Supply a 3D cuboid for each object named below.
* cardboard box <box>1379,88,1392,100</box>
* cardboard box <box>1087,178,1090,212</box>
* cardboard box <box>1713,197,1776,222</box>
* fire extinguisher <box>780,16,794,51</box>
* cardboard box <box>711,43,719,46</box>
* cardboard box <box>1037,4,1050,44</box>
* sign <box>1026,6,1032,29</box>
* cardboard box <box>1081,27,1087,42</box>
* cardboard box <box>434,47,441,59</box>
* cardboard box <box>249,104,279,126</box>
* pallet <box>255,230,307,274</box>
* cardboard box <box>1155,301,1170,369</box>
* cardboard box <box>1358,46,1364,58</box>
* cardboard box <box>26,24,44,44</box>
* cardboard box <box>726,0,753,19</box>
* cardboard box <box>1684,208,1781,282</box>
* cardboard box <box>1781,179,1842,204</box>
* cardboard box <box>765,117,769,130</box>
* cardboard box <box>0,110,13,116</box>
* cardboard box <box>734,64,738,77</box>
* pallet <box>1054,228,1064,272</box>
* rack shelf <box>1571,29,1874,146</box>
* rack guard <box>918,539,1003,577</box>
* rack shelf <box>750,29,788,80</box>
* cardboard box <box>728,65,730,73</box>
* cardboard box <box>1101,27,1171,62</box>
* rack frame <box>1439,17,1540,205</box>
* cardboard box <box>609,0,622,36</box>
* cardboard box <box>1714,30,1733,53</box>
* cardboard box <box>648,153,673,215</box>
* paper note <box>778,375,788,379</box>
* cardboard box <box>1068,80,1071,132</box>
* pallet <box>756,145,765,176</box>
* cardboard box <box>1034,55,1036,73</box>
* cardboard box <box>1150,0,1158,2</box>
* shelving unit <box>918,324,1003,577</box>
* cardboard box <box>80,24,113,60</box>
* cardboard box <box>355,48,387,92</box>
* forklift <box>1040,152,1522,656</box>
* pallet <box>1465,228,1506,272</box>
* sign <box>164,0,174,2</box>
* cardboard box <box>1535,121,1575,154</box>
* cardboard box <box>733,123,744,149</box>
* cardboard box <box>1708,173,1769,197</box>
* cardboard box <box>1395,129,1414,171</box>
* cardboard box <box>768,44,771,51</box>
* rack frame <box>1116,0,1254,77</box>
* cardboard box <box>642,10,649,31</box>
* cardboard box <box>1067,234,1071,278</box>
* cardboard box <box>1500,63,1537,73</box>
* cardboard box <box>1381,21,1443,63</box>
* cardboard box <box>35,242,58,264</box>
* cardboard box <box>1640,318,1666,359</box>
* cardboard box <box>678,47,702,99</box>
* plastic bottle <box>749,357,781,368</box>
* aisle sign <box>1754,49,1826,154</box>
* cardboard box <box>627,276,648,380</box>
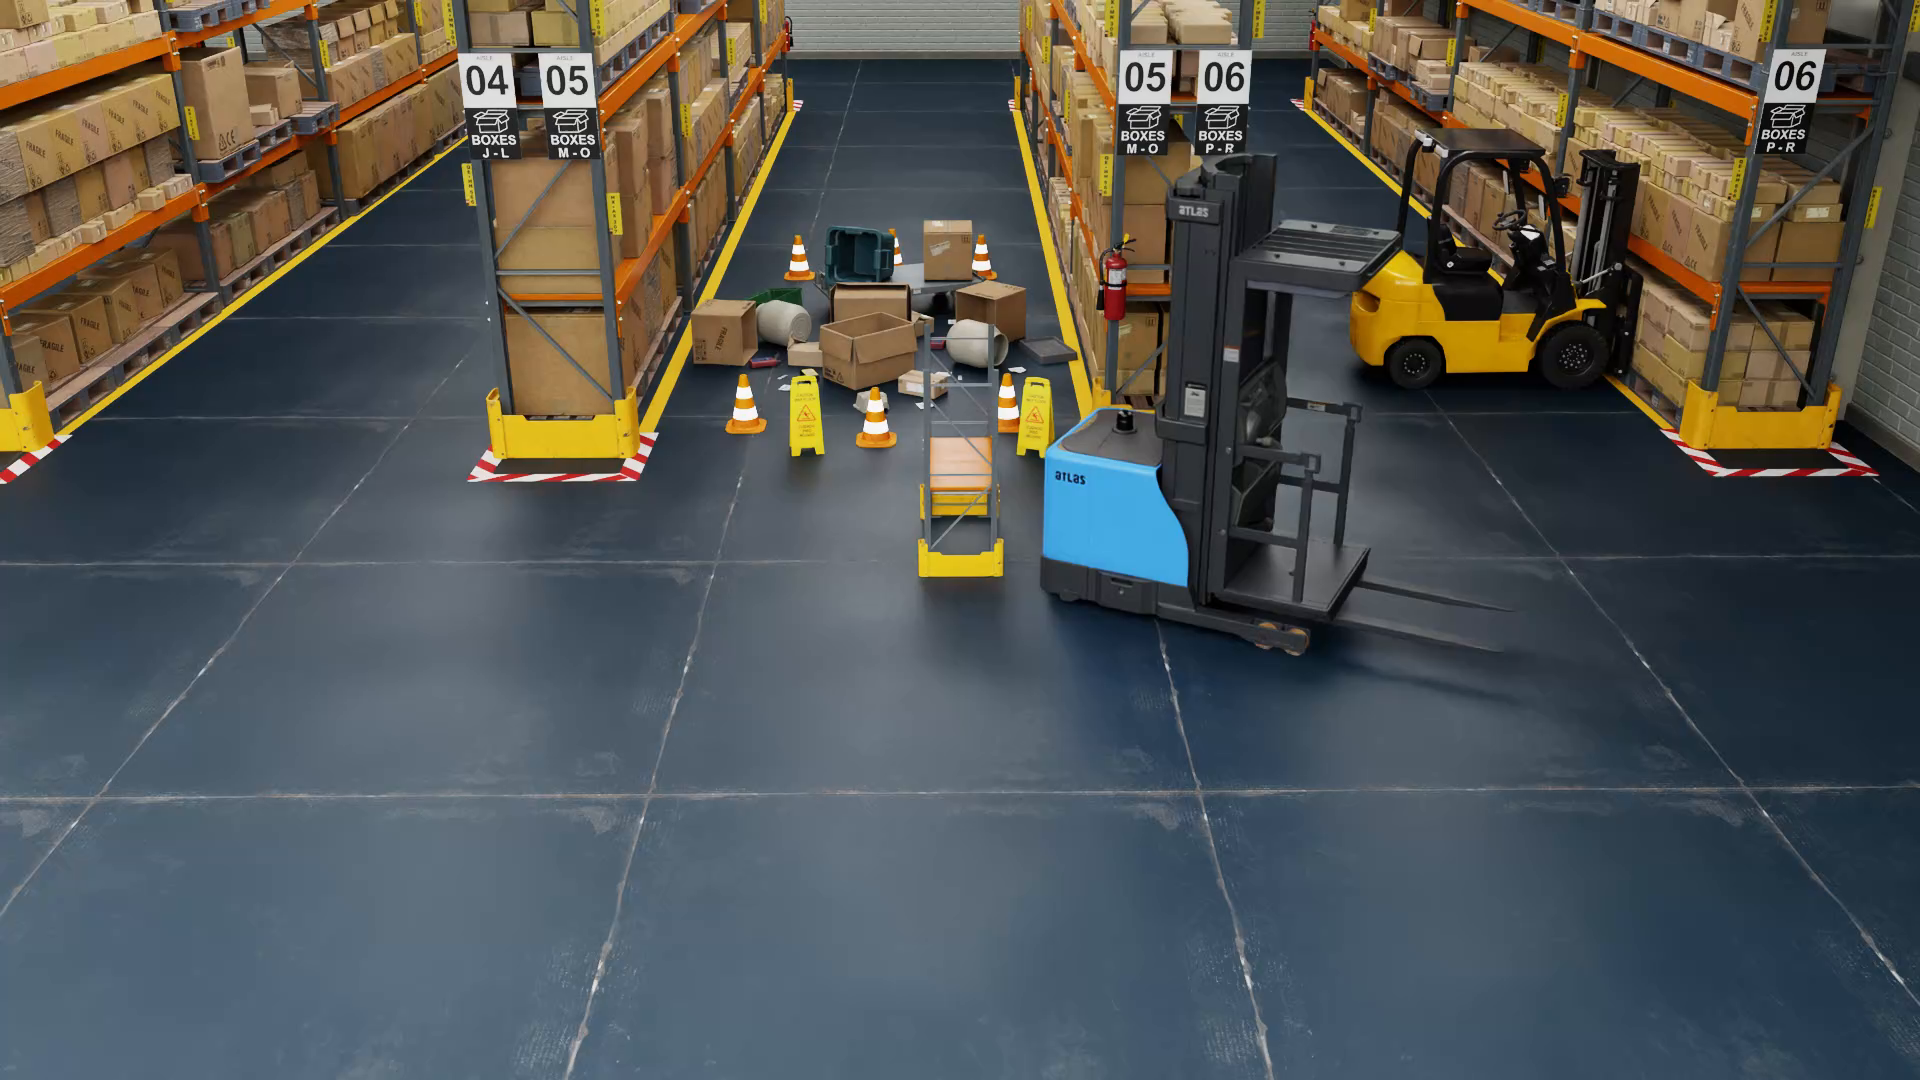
[{"bbox_3d":[6.329,-6.482,24.200,0.380,0.149,0.250,-1,24,-1],"label":"cardboard box"},{"bbox_3d":[1.428,-3.203,15.094,0.500,0.500,0.500,0,24,0],"label":"cardboard box"},{"bbox_3d":[6.378,-2.685,13.521,0.380,0.149,0.250,0,24,0],"label":"cardboard box"},{"bbox_3d":[-2.966,-8.608,28.073,0.296,0.674,0.183,0,24,-1],"label":"fire extinguisher"},{"bbox_3d":[-3.160,-6.383,21.679,0.380,0.149,0.250,1,24,2],"label":"cardboard box"},{"bbox_3d":[1.321,-7.025,22.692,0.500,0.500,0.500,-1,24,-2],"label":"cardboard box"},{"bbox_3d":[1.013,-7.550,24.041,0.100,0.325,0.005,0,24,-1],"label":"sign"},{"bbox_3d":[1.357,-4.841,15.862,0.380,0.149,0.250,0,24,-1],"label":"cardboard box"},{"bbox_3d":[-8.019,-7.304,24.948,0.380,0.149,0.250,1,24,1],"label":"cardboard box"},{"bbox_3d":[-8.010,-4.874,18.924,0.396,0.266,0.258,-1,24,-2],"label":"cardboard box"},{"bbox_3d":[-8.281,-3.336,19.254,1.003,0.211,1.213,0,24,-1],"label":"pallet"},{"bbox_3d":[1.965,-1.802,14.395,0.500,0.500,0.500,-1,24,-2],"label":"cardboard box"},{"bbox_3d":[6.223,-7.377,25.109,0.380,0.149,0.250,0,24,1],"label":"cardboard box"},{"bbox_3d":[-7.963,-4.264,13.980,0.380,0.149,0.250,-1,24,-3],"label":"cardboard box"},{"bbox_3d":[-3.142,-7.883,24.227,0.500,0.500,0.500,0,24,1],"label":"cardboard box"},{"bbox_3d":[6.394,-2.449,13.788,0.500,0.500,0.500,-1,24,-2],"label":"cardboard box"},{"bbox_3d":[6.872,-2.818,13.455,0.380,0.149,0.250,-1,24,-2],"label":"cardboard box"},{"bbox_3d":[-3.065,-6.238,24.875,0.380,0.149,0.250,1,24,2],"label":"cardboard box"},{"bbox_3d":[-8.478,-3.408,14.333,0.500,0.500,0.500,0,24,-1],"label":"cardboard box"},{"bbox_3d":[-3.157,-6.219,22.040,0.380,0.149,0.250,0,24,0],"label":"cardboard box"},{"bbox_3d":[1.629,-3.381,19.352,1.003,0.211,1.213,0,24,-1],"label":"pallet"},{"bbox_3d":[6.640,-4.065,14.715,1.077,0.370,4.000,0,24,-1],"label":"rack shelf"},{"bbox_3d":[0.006,0.123,11.559,0.587,0.250,0.087,0,24,-1],"label":"rack guard"},{"bbox_3d":[-3.403,-7.556,26.072,1.077,0.370,4.000,0,24,-1],"label":"rack shelf"},{"bbox_3d":[-3.153,-6.045,21.294,0.380,0.149,0.250,-1,24,-2],"label":"cardboard box"},{"bbox_3d":[1.433,-4.029,13.583,0.500,0.250,0.500,-1,24,-1],"label":"cardboard box"},{"bbox_3d":[6.575,-5.499,20.651,1.000,3.000,0.127,0,24,-1],"label":"rack frame"},{"bbox_3d":[-3.006,-4.194,13.318,0.500,0.250,0.500,-1,24,-1],"label":"cardboard box"},{"bbox_3d":[6.349,-4.031,13.441,0.380,0.149,0.250,-1,24,-2],"label":"cardboard box"},{"bbox_3d":[-3.249,-3.453,15.945,0.875,0.550,0.550,0,24,-1],"label":"cardboard box"},{"bbox_3d":[-1.650,-1.518,15.478,0.032,0.001,0.123,13,27,27],"label":"paper note"},{"bbox_3d":[1.414,-4.593,17.656,0.500,0.500,0.500,0,24,0],"label":"cardboard box"},{"bbox_3d":[-3.371,-5.468,23.967,1.003,0.211,1.213,0,24,-1],"label":"pallet"},{"bbox_3d":[1.316,-6.659,23.399,0.500,0.250,0.500,-1,24,-2],"label":"cardboard box"},{"bbox_3d":[1.903,-4.883,14.988,0.380,0.149,0.250,-1,24,-2],"label":"cardboard box"},{"bbox_3d":[0.001,-0.652,11.755,0.587,1.500,1.083,0,24,-1],"label":"shelving unit"},{"bbox_3d":[-7.982,-4.469,14.915,0.500,0.250,0.500,0,24,-1],"label":"cardboard box"},{"bbox_3d":[-8.052,-6.307,22.317,0.500,0.500,0.500,0,24,0],"label":"cardboard box"},{"bbox_3d":[2.094,-0.855,10.468,3.031,2.935,1.130,12,27,24],"label":"forklift"},{"bbox_3d":[6.555,-3.387,19.367,1.003,0.211,1.213,0,24,-1],"label":"pallet"},{"bbox_3d":[-7.712,-5.390,16.143,0.100,0.325,0.005,0,24,-1],"label":"sign"},{"bbox_3d":[6.357,-4.211,17.380,0.500,0.250,0.500,-1,24,-2],"label":"cardboard box"},{"bbox_3d":[-3.108,-5.299,21.824,0.500,0.250,0.500,-1,24,-1],"label":"cardboard box"},{"bbox_3d":[6.413,-2.927,13.696,0.380,0.149,0.250,0,24,0],"label":"cardboard box"},{"bbox_3d":[6.327,-5.360,22.869,0.500,0.500,0.500,-1,24,-2],"label":"cardboard box"},{"bbox_3d":[-3.120,-7.605,25.614,0.380,0.149,0.250,1,24,2],"label":"cardboard box"},{"bbox_3d":[1.698,-4.912,12.073,1.000,3.000,0.127,0,24,-1],"label":"rack frame"},{"bbox_3d":[-2.954,-4.578,14.650,0.380,0.149,0.250,0,24,-1],"label":"cardboard box"},{"bbox_3d":[1.647,-3.037,17.887,0.950,0.372,0.625,0,24,0],"label":"cardboard box"},{"bbox_3d":[6.780,-5.707,20.203,0.380,0.149,0.250,1,24,1],"label":"cardboard box"},{"bbox_3d":[6.318,-6.970,23.274,0.700,0.500,0.500,0,24,0],"label":"cardboard box"},{"bbox_3d":[-7.970,-2.447,14.208,0.380,0.149,0.250,0,24,-1],"label":"cardboard box"},{"bbox_3d":[6.349,-1.774,14.637,0.500,0.250,0.500,0,24,-1],"label":"cardboard box"},{"bbox_3d":[-3.328,-5.307,18.893,0.700,0.500,0.500,-1,24,-1],"label":"cardboard box"},{"bbox_3d":[-1.851,-1.688,15.792,0.283,0.061,0.133,-9,26,-19],"label":"plastic bottle"},{"bbox_3d":[6.369,-3.358,12.764,0.394,0.787,0.004,0,24,-1],"label":"aisle sign"},{"bbox_3d":[-3.335,-1.979,14.939,0.875,0.875,0.875,-1,24,-1],"label":"cardboard box"}]
